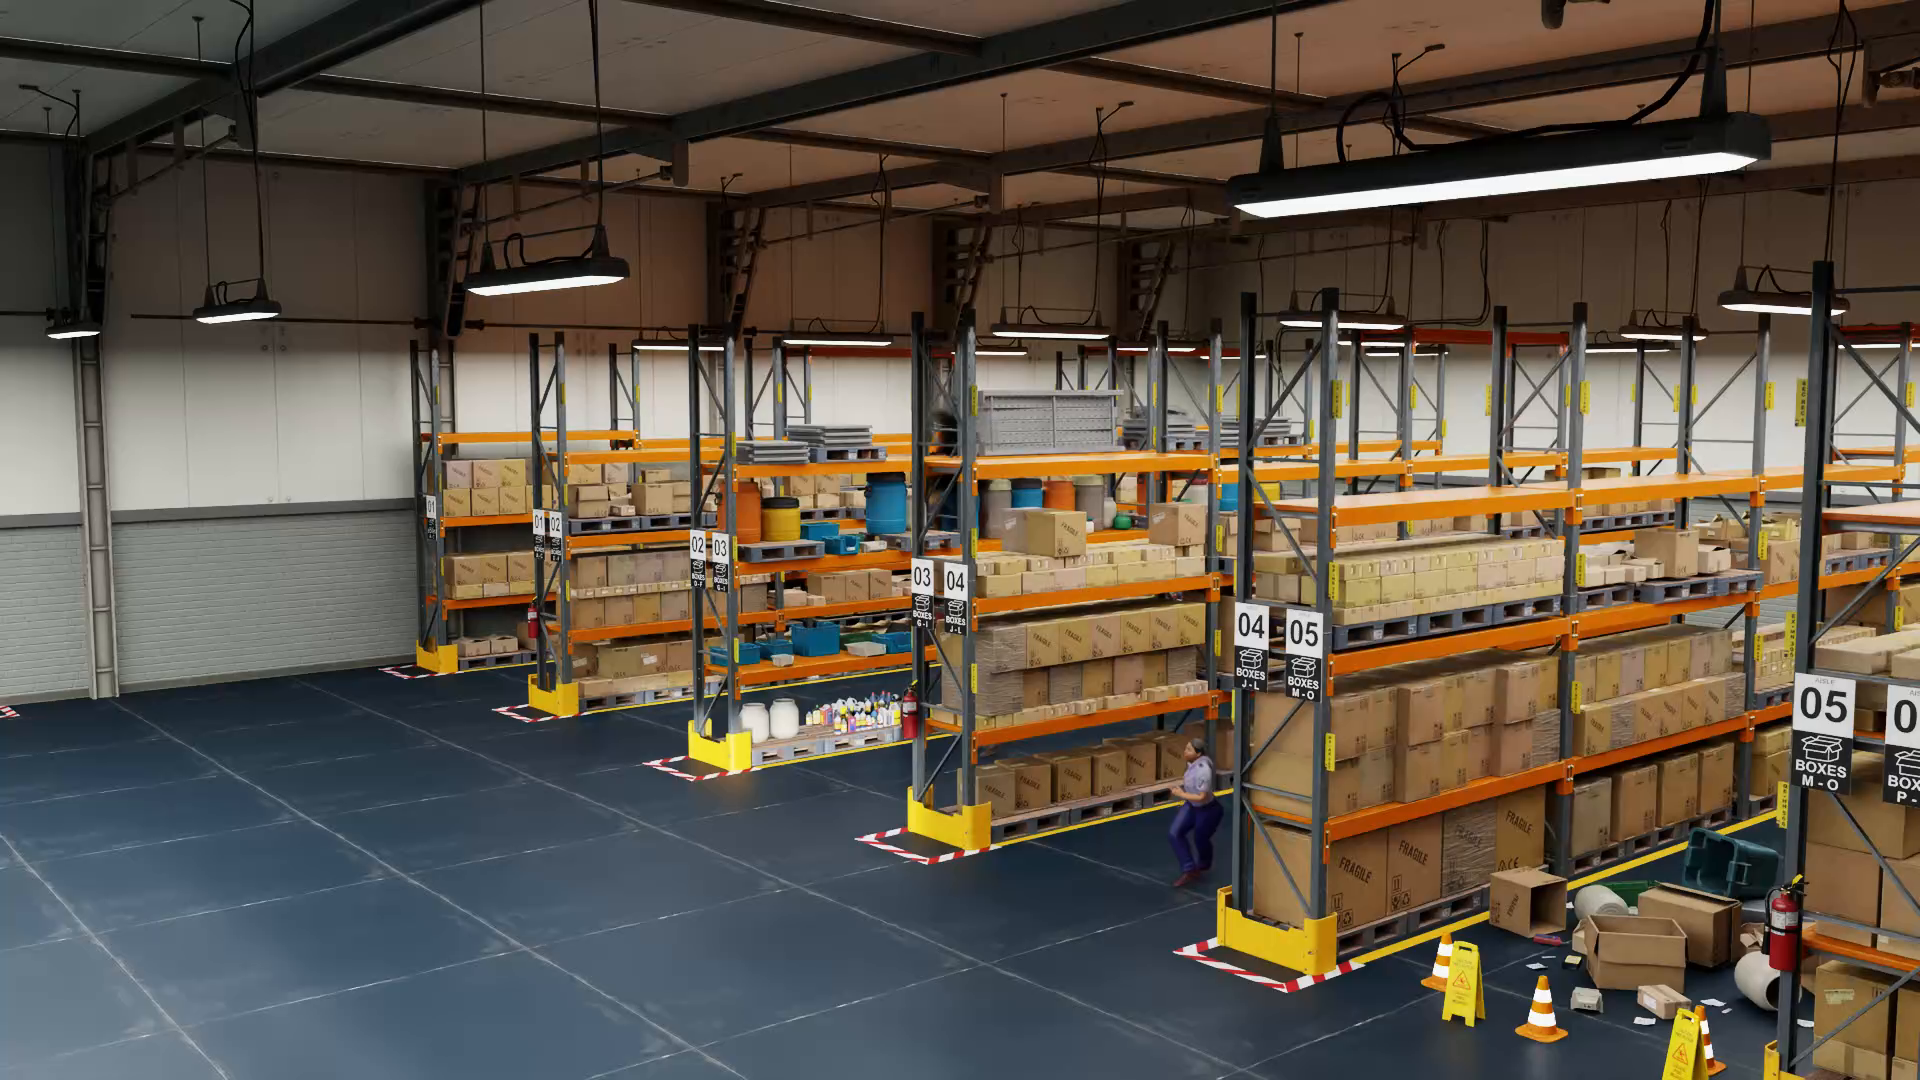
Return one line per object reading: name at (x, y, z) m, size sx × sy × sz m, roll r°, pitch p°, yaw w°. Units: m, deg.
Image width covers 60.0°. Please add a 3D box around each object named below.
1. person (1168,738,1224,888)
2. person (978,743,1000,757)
person at (2.459, 2.791, 17.159) m, size 0.680 × 1.556 × 0.729 m, roll -3°, pitch 6°, yaw -26°
person at (0.387, 2.283, 23.089) m, size 0.494 × 1.553 × 0.649 m, roll -3°, pitch 6°, yaw -31°
